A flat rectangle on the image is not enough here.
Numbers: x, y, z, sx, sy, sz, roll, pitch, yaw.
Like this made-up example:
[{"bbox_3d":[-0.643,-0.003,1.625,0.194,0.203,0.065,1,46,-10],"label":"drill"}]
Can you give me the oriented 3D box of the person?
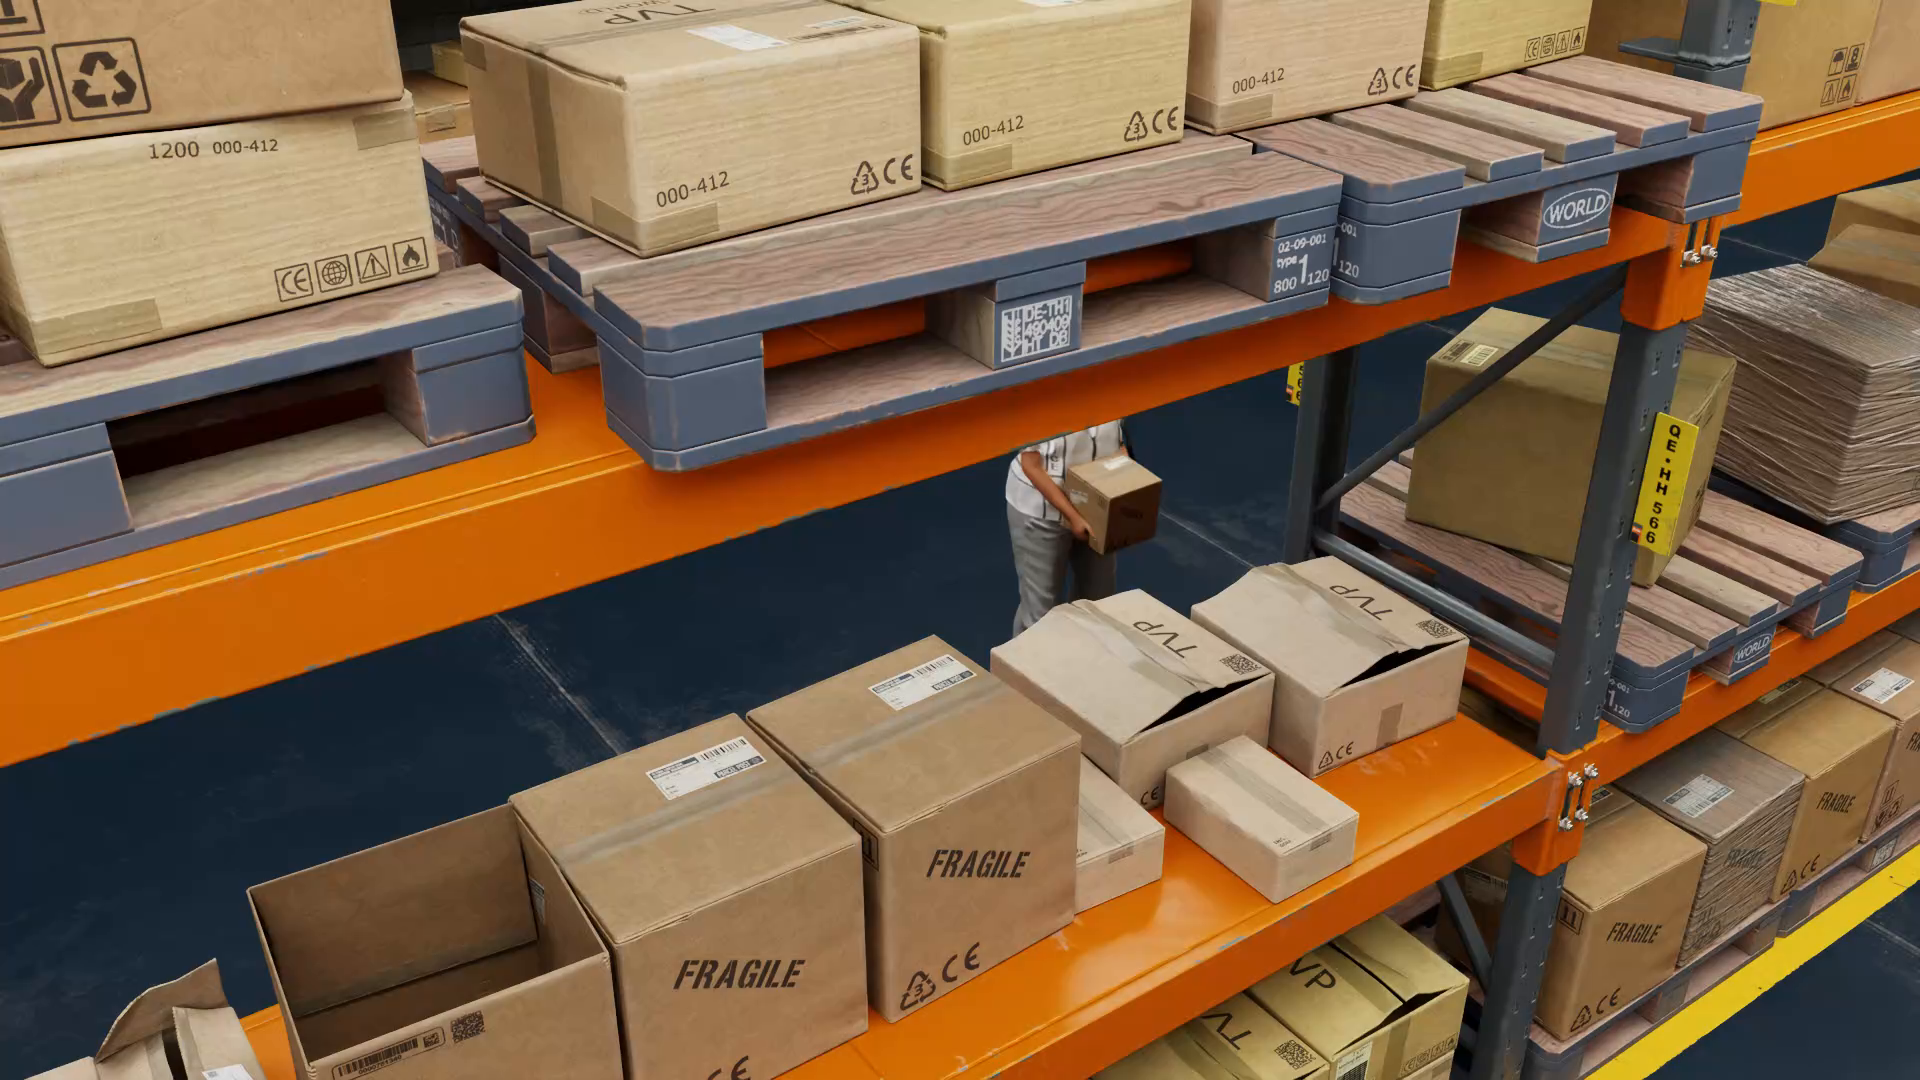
[{"bbox_3d":[0.444,-0.094,6.290,0.471,1.664,0.536,-19,34,-31],"label":"person"}]
